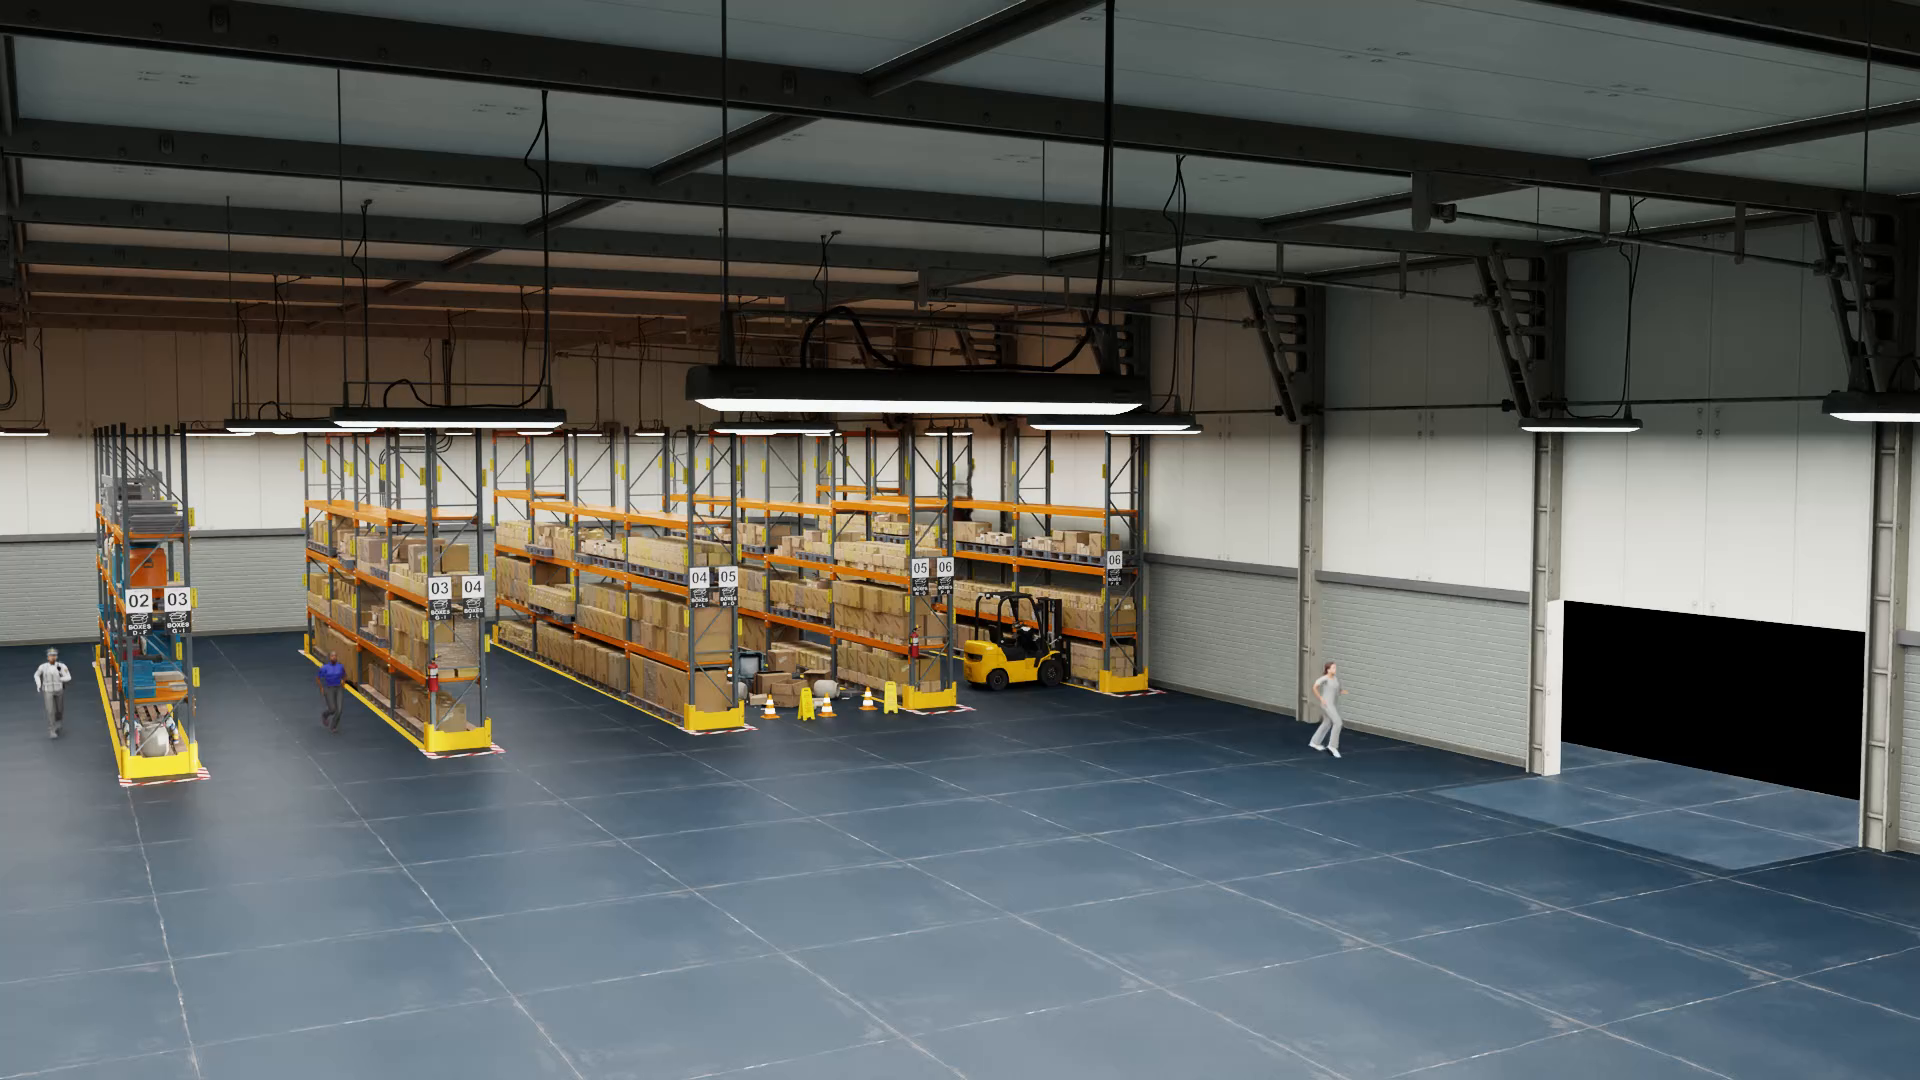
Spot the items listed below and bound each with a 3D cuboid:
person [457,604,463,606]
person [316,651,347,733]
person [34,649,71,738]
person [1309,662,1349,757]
[{"bbox_3d":[-14.221,2.096,46.204,0.784,1.699,0.756,1,4,12],"label":"person"},{"bbox_3d":[-12.212,2.958,32.412,0.574,1.603,0.561,-3,4,-39],"label":"person"},{"bbox_3d":[-17.471,2.920,32.041,0.617,1.675,0.914,-2,4,-32],"label":"person"},{"bbox_3d":[6.704,3.063,30.224,0.753,1.723,0.545,3,4,36],"label":"person"}]
